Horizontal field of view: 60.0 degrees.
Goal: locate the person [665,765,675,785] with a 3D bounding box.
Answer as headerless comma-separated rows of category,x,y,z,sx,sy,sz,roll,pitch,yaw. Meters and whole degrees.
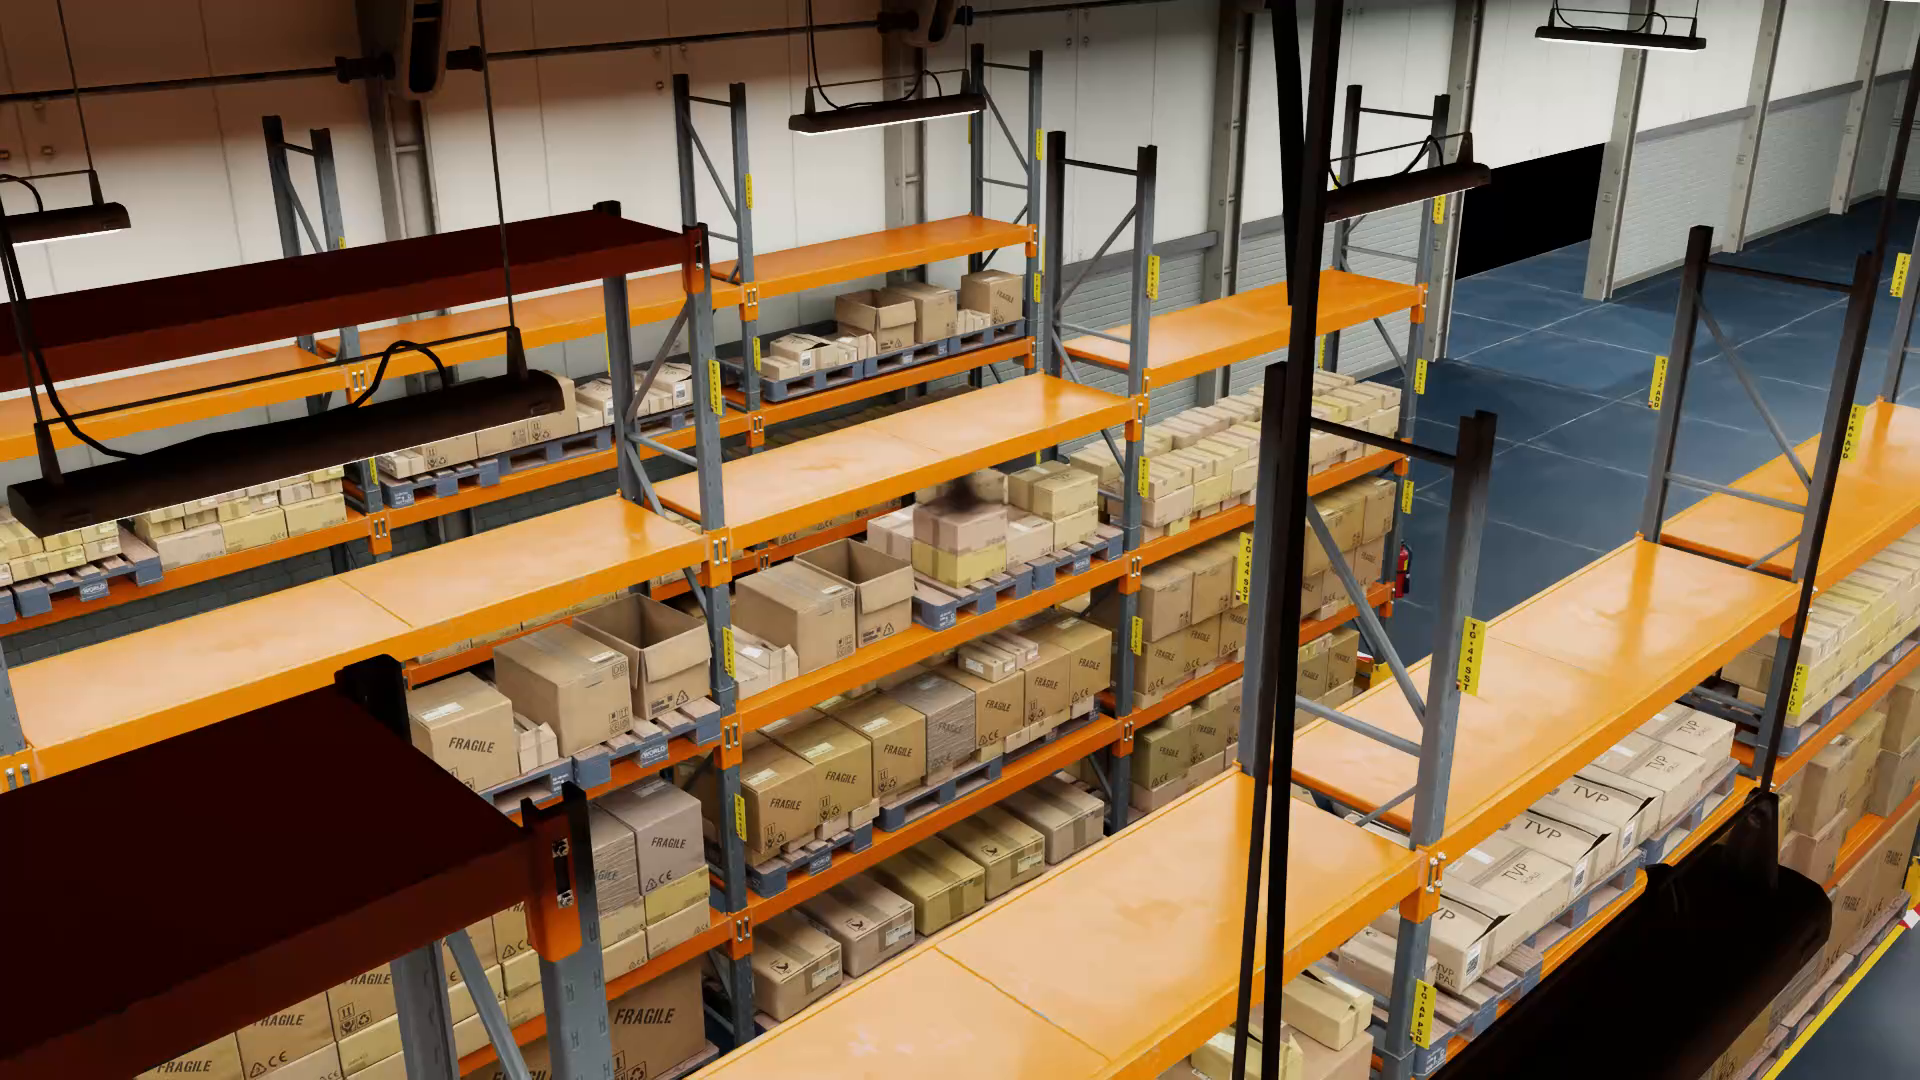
person,-2.440,1.555,14.767,0.627,1.748,0.523,-6,23,-13
